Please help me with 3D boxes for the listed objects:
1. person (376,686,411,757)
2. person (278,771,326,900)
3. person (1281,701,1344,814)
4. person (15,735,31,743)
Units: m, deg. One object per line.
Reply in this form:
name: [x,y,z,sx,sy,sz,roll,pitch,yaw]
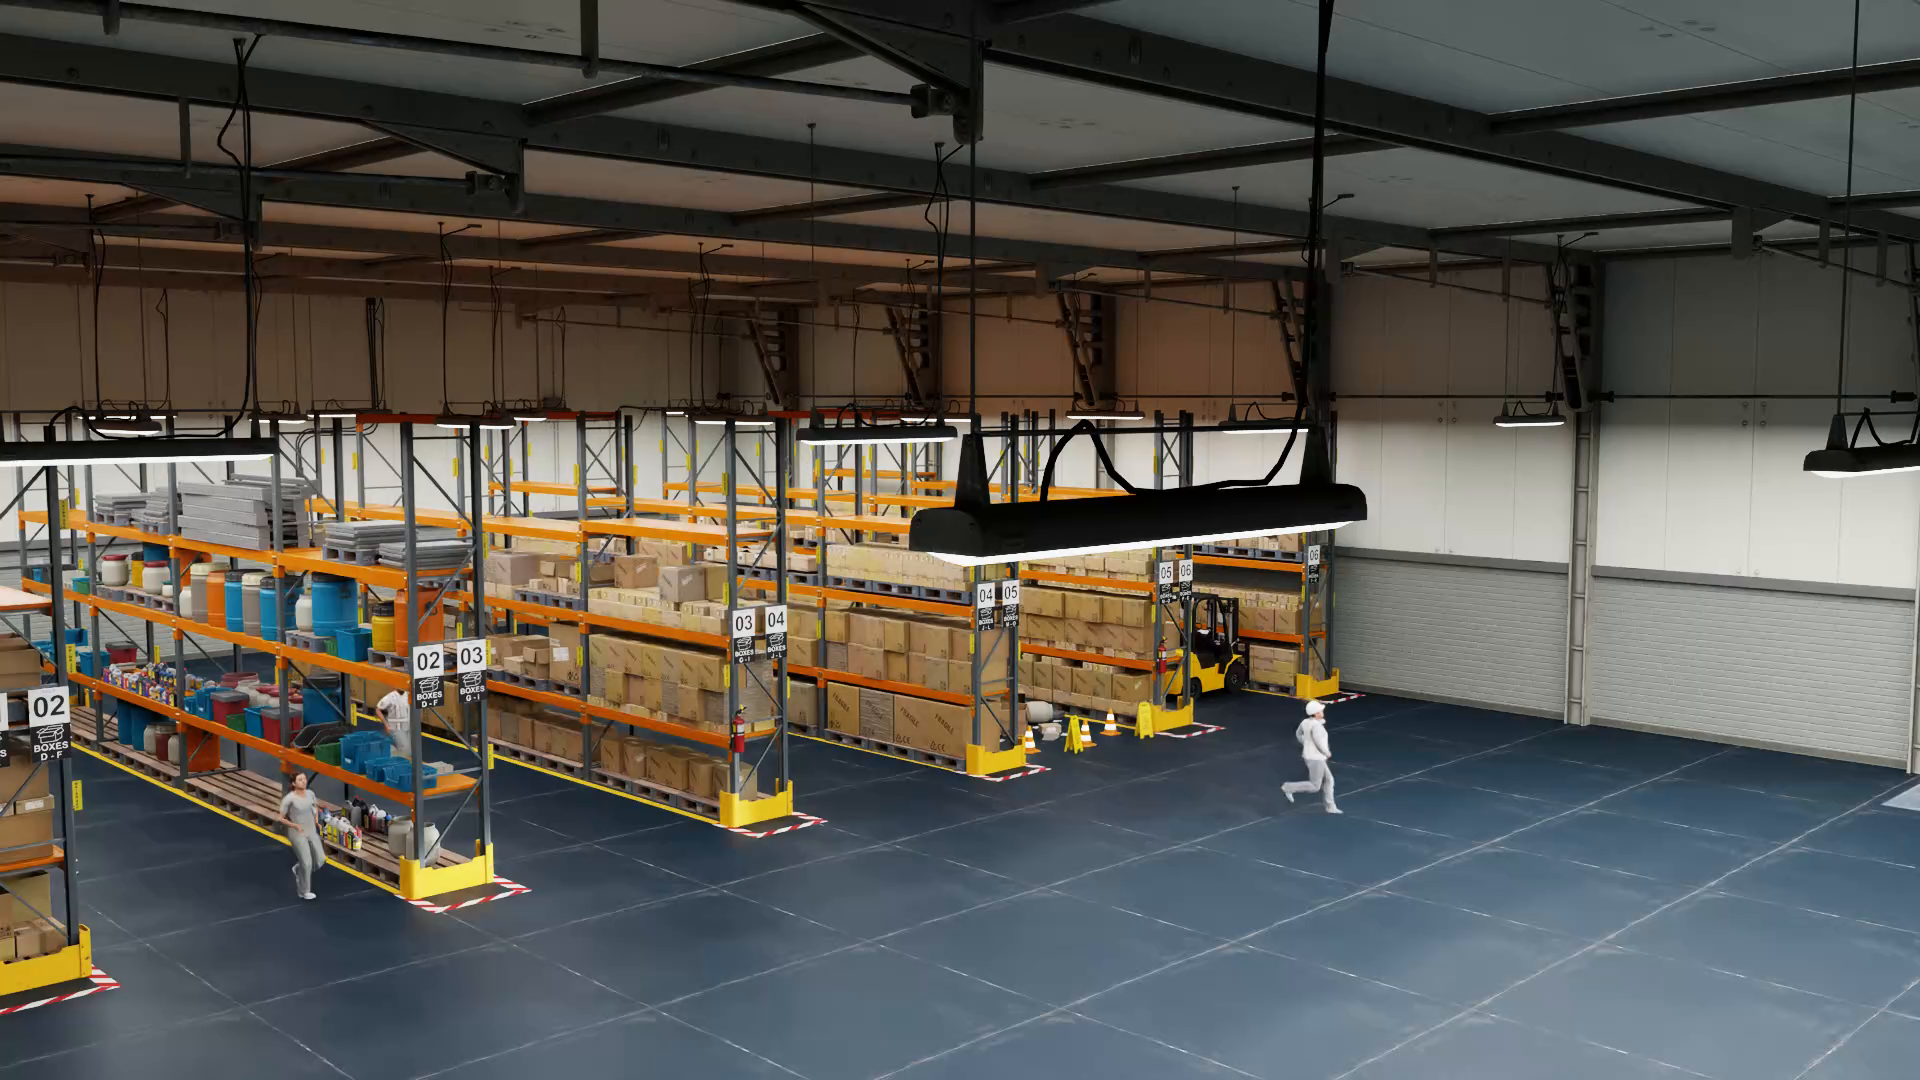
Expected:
person: [-9.146,3.084,27.312,0.602,1.740,0.651,3,6,31]
person: [-8.287,3.702,20.927,0.588,1.620,0.561,3,6,34]
person: [5.334,3.305,25.135,0.996,1.757,0.643,0,5,-1]
person: [-15.325,3.158,27.229,0.601,1.668,0.767,-5,7,-44]
